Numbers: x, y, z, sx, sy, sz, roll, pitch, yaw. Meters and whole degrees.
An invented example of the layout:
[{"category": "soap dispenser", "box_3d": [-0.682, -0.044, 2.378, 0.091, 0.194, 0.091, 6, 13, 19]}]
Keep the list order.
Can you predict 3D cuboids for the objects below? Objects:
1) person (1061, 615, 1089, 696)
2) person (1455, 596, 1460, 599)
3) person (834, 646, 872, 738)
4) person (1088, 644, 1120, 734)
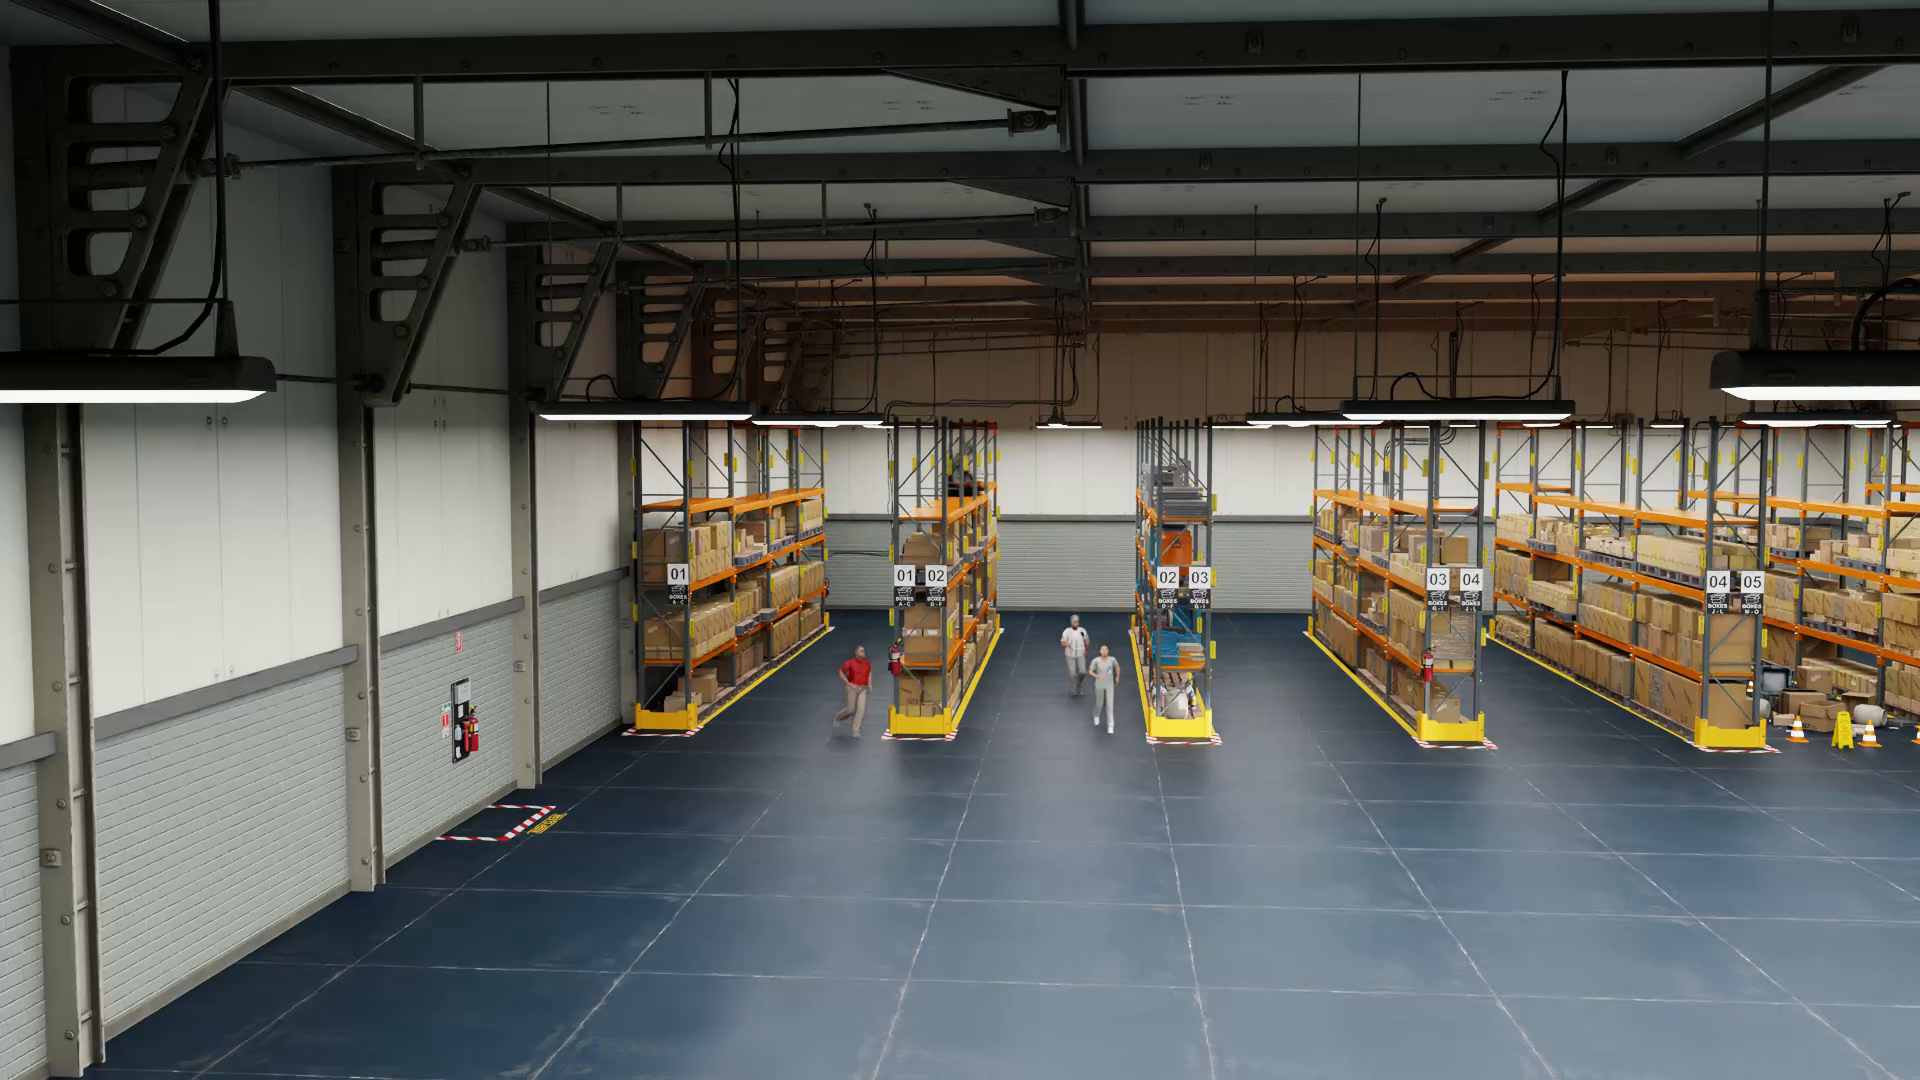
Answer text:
[{"category": "person", "box_3d": [2.512, 2.503, 35.951, 0.640, 1.755, 0.645, 0, 4, -4]}, {"category": "person", "box_3d": [13.310, 1.970, 43.903, 0.696, 1.752, 0.632, 1, 4, 13]}, {"category": "person", "box_3d": [-1.927, 2.840, 31.350, 0.719, 1.674, 0.845, -2, 4, -32]}, {"category": "person", "box_3d": [2.753, 2.797, 31.741, 0.613, 1.662, 0.982, 0, 4, -2]}]
